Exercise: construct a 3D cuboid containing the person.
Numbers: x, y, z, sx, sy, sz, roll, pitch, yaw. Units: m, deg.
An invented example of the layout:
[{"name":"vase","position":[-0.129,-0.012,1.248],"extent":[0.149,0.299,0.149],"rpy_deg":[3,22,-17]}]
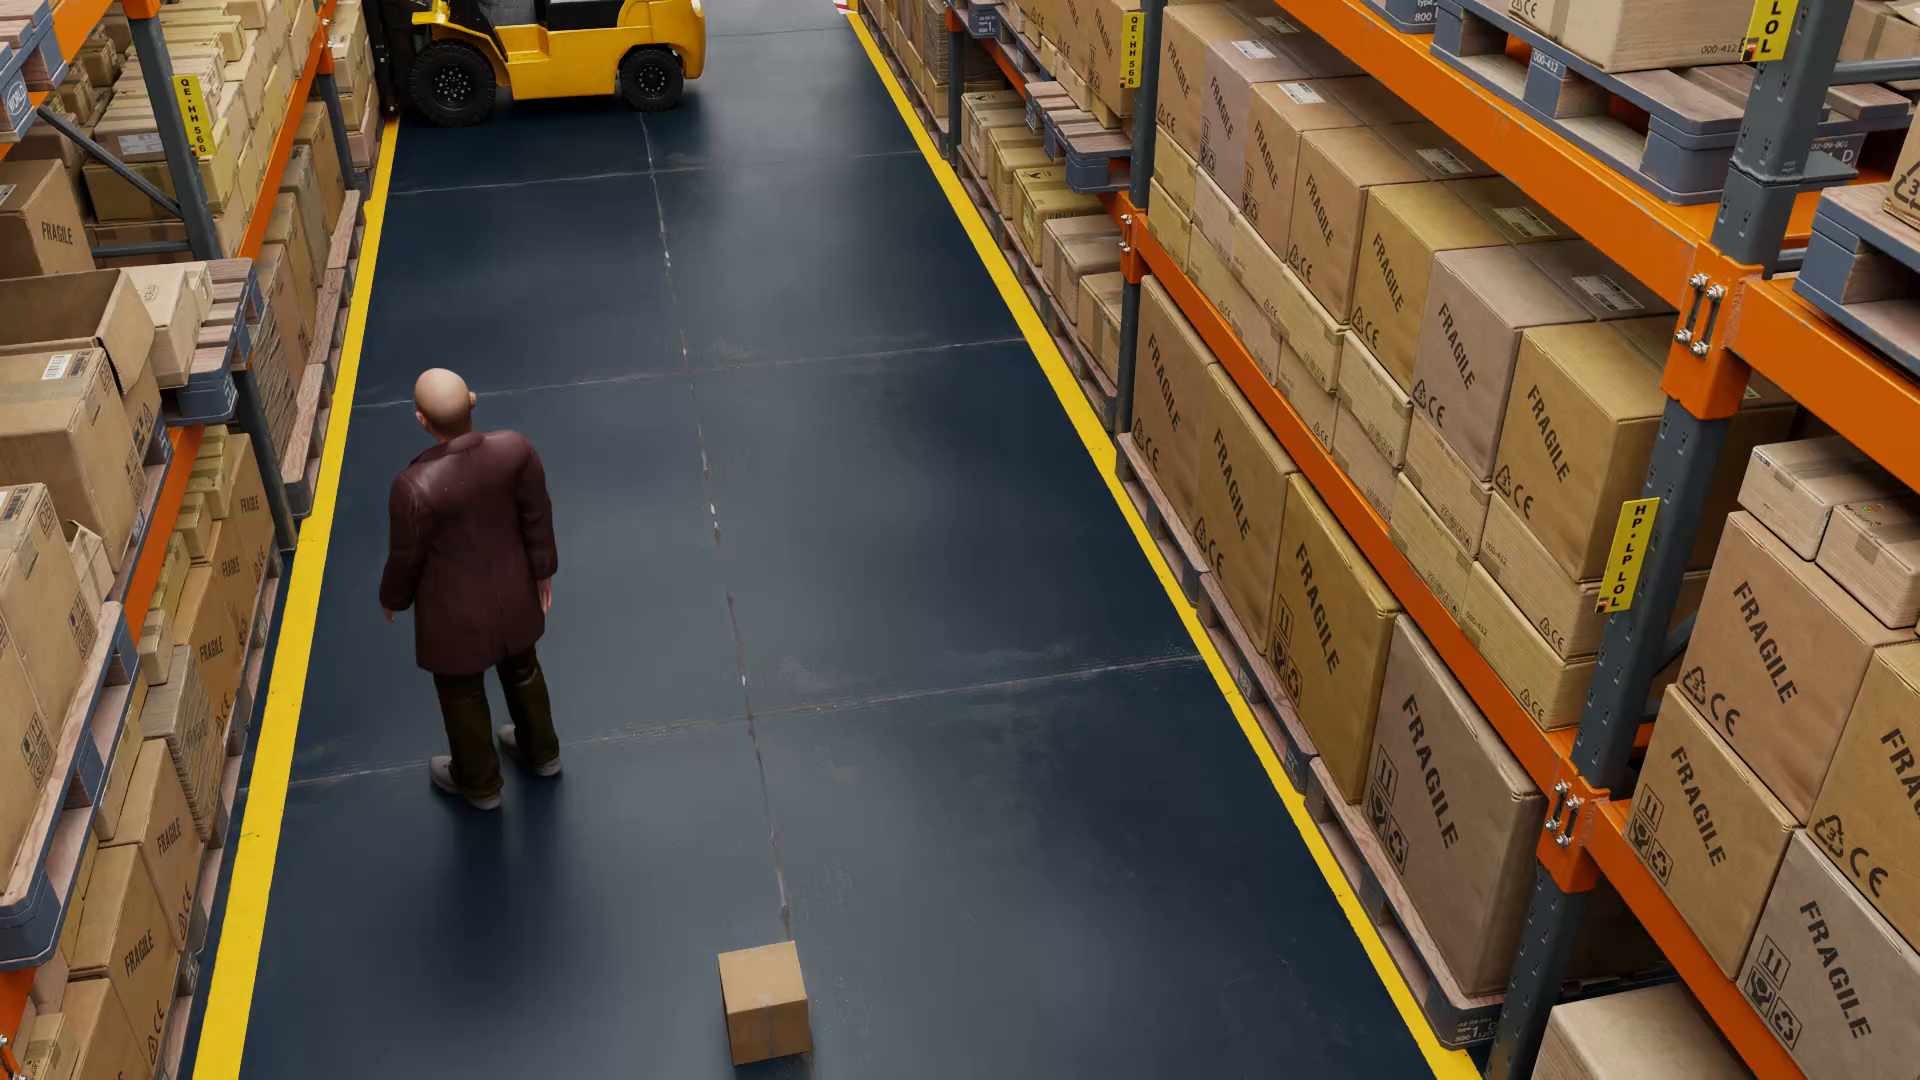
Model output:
[{"name":"person","position":[-1.741,0.167,5.871],"extent":[0.471,1.790,0.582],"rpy_deg":[26,42,34]}]
